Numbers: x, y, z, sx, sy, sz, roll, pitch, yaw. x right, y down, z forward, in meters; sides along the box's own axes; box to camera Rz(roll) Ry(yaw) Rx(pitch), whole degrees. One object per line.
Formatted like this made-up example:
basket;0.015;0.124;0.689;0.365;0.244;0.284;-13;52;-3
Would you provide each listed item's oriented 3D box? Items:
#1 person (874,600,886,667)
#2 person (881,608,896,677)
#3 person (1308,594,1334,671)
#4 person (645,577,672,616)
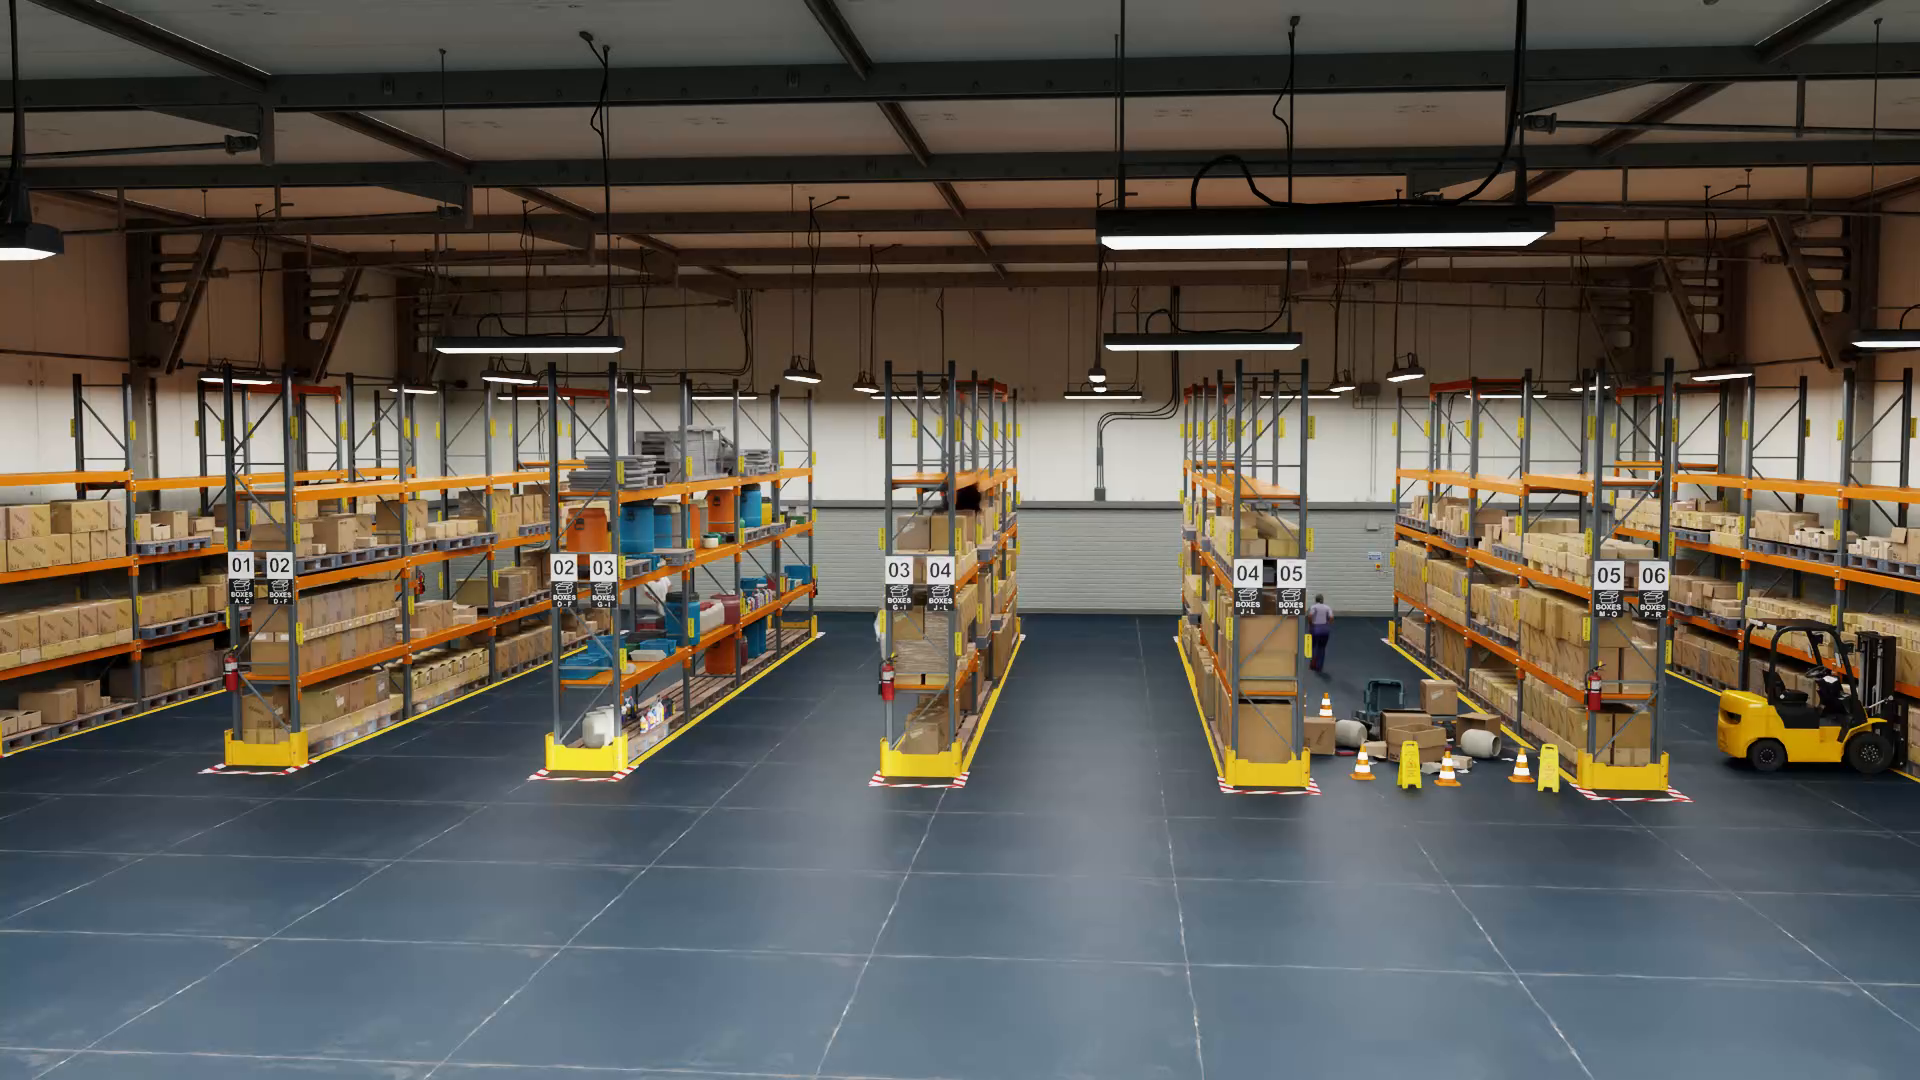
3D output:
person;-1.422;1.998;33.187;0.600;1.678;0.843;0;4;0
person;-1.331;1.937;33.696;0.667;1.765;0.872;0;4;-1
person;7.490;1.920;34.739;0.590;1.615;0.526;0;4;-5
person;-7.369;1.485;40.796;0.738;1.673;0.596;-2;4;-23
